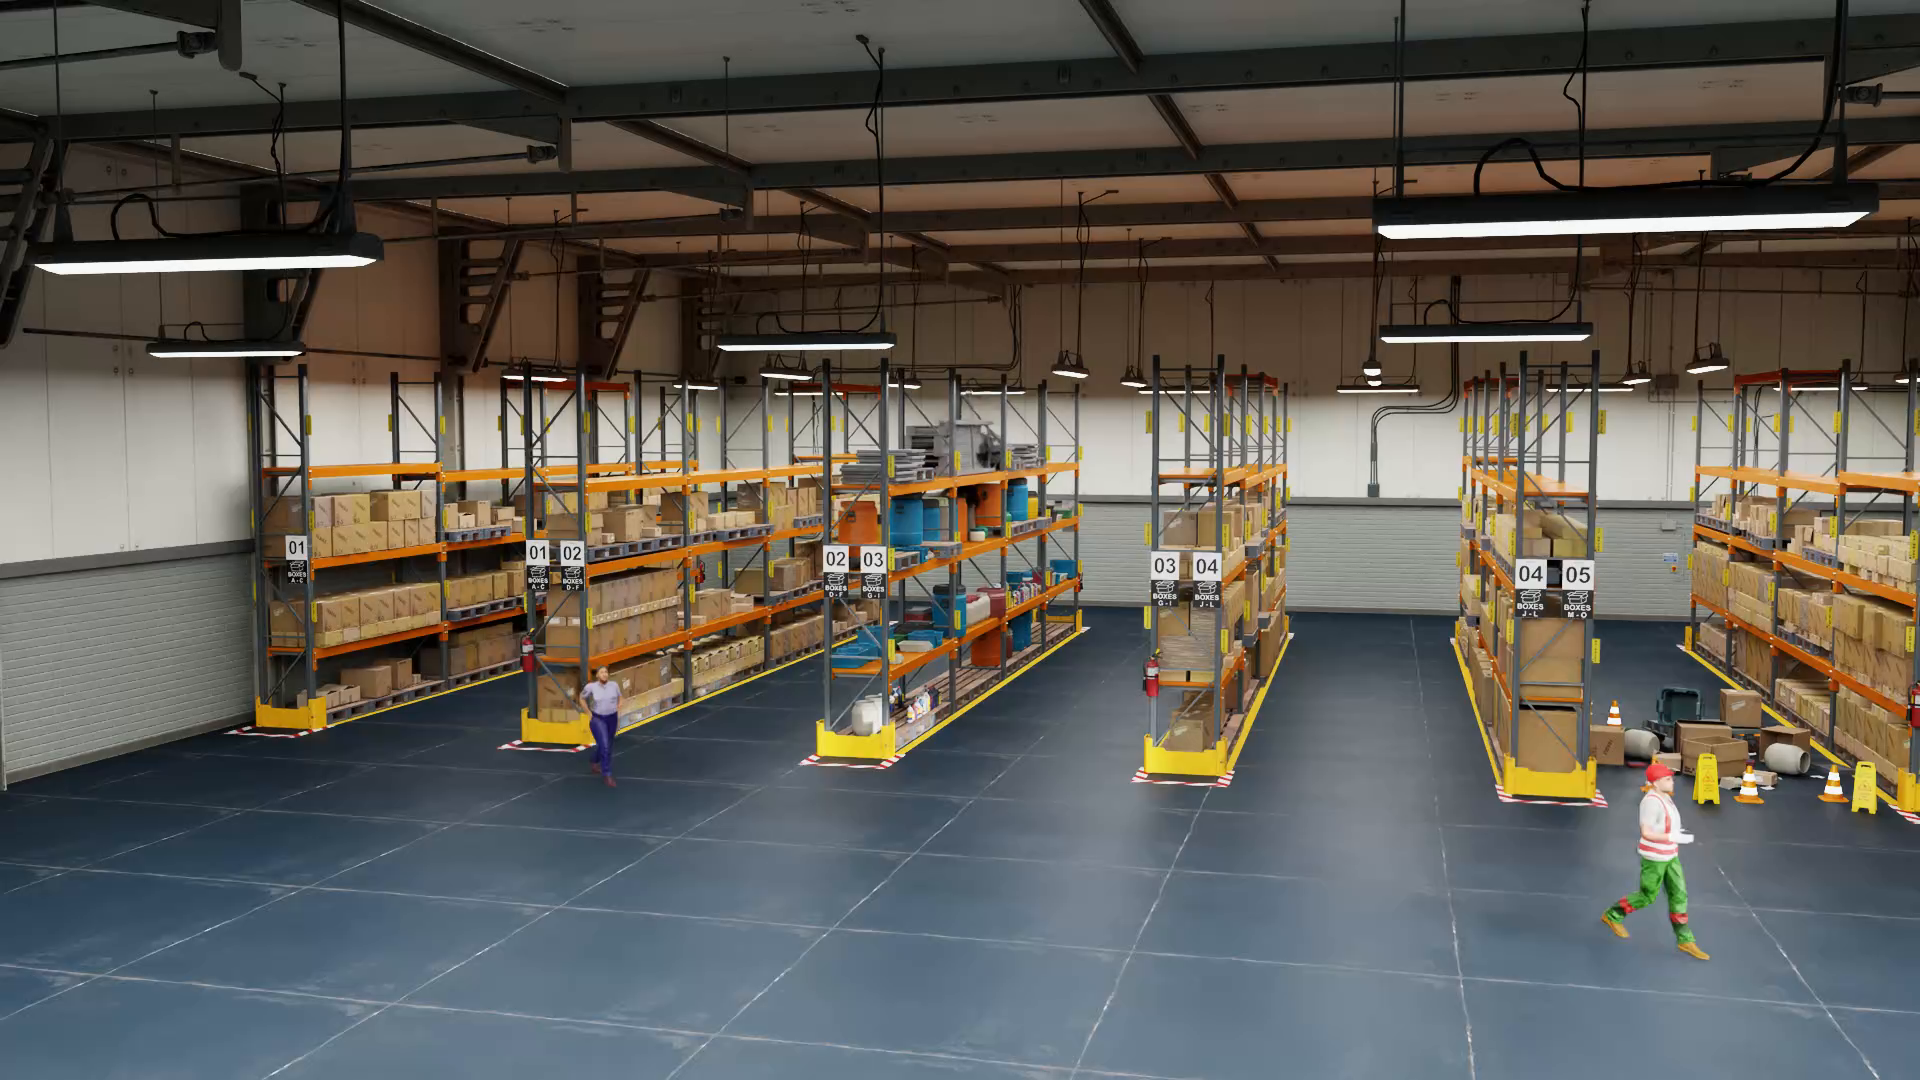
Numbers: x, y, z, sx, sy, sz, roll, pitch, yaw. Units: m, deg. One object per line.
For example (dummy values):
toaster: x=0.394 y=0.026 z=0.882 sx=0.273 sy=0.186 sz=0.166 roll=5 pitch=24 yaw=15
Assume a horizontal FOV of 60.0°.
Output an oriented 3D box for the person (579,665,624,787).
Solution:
person: x=-4.998 y=2.577 z=23.360 sx=0.592 sy=1.669 sz=0.843 roll=-3 pitch=5 yaw=-39

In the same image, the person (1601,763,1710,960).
person: x=6.595 y=3.006 z=15.745 sx=0.987 sy=1.799 sz=0.653 roll=4 pitch=5 yaw=43
